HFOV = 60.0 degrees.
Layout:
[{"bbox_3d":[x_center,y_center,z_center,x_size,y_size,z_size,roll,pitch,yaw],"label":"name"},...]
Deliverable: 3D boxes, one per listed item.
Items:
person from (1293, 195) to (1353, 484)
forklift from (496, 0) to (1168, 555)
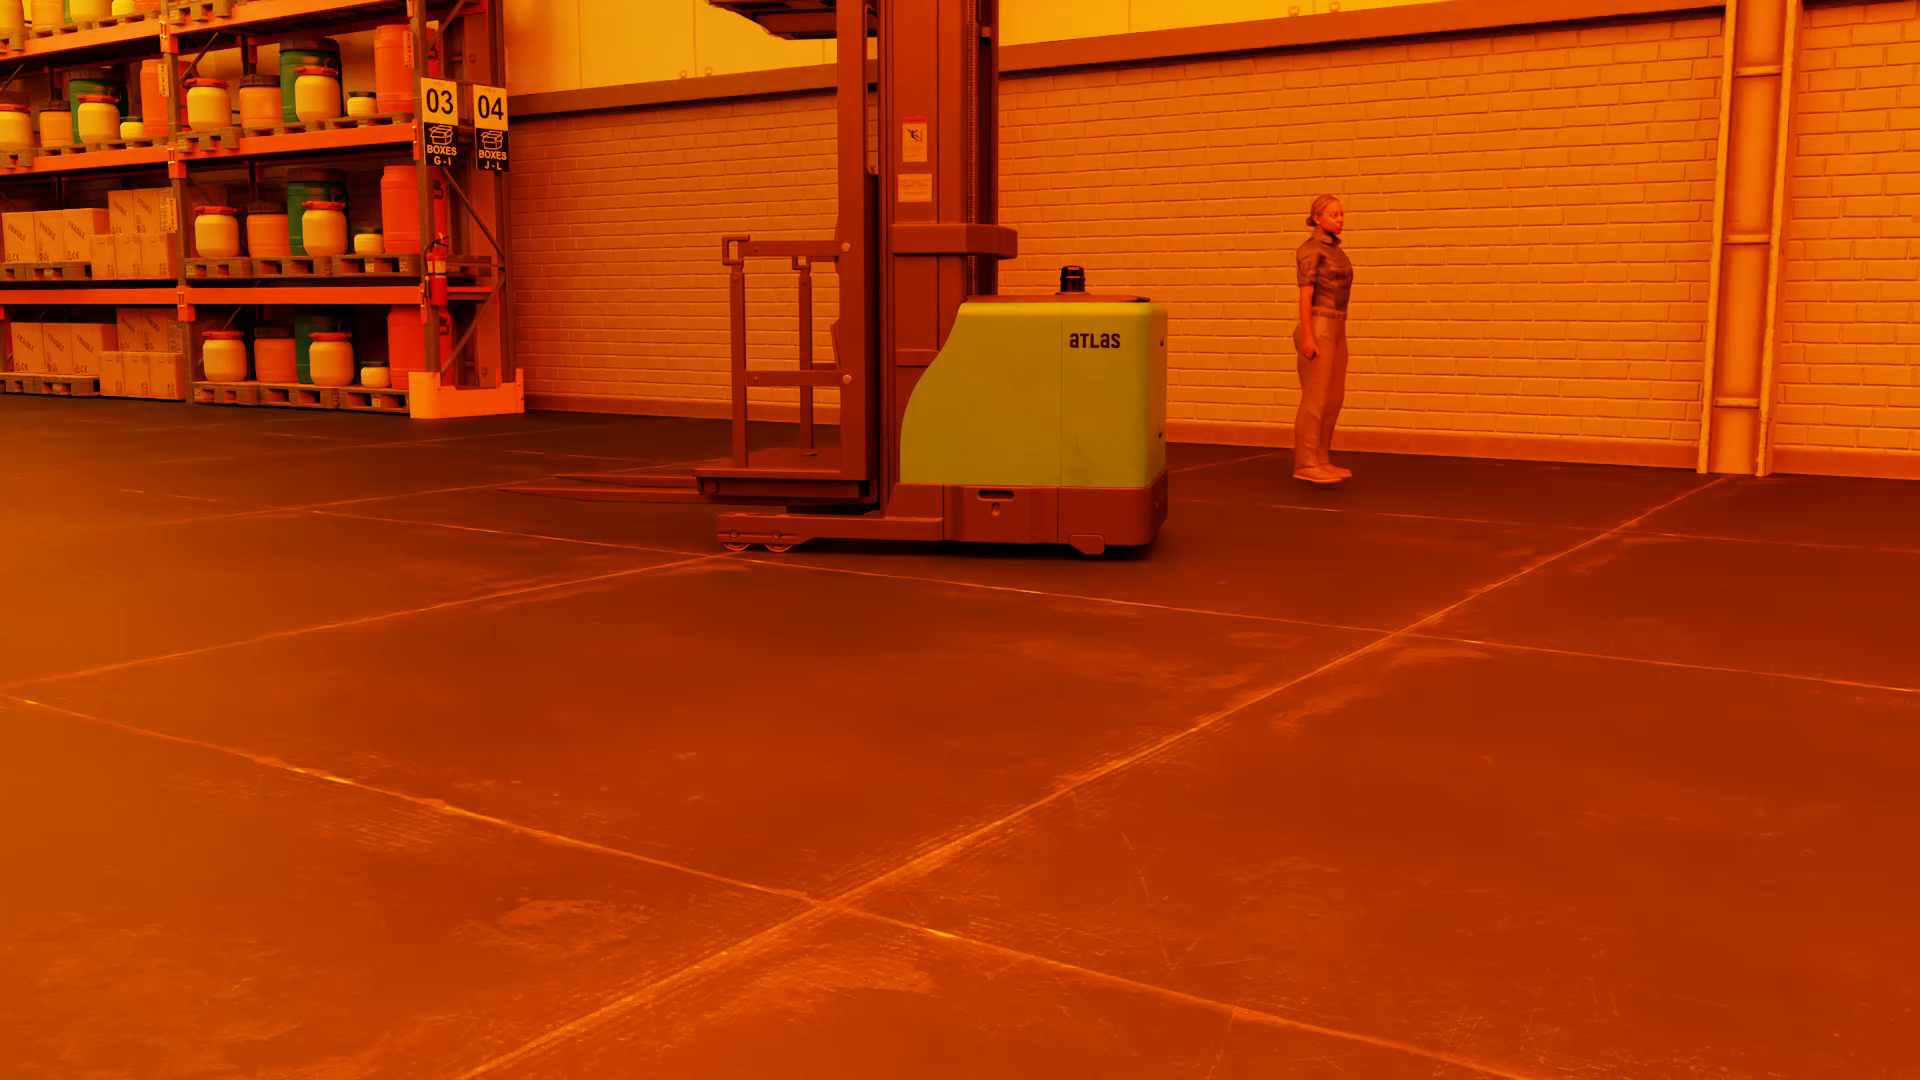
[{"bbox_3d":[2.146,-1.178,9.730,0.341,1.661,0.492,5,10,33],"label":"person"},{"bbox_3d":[-0.596,-1.469,7.520,3.031,2.935,1.130,2,8,12],"label":"forklift"}]
